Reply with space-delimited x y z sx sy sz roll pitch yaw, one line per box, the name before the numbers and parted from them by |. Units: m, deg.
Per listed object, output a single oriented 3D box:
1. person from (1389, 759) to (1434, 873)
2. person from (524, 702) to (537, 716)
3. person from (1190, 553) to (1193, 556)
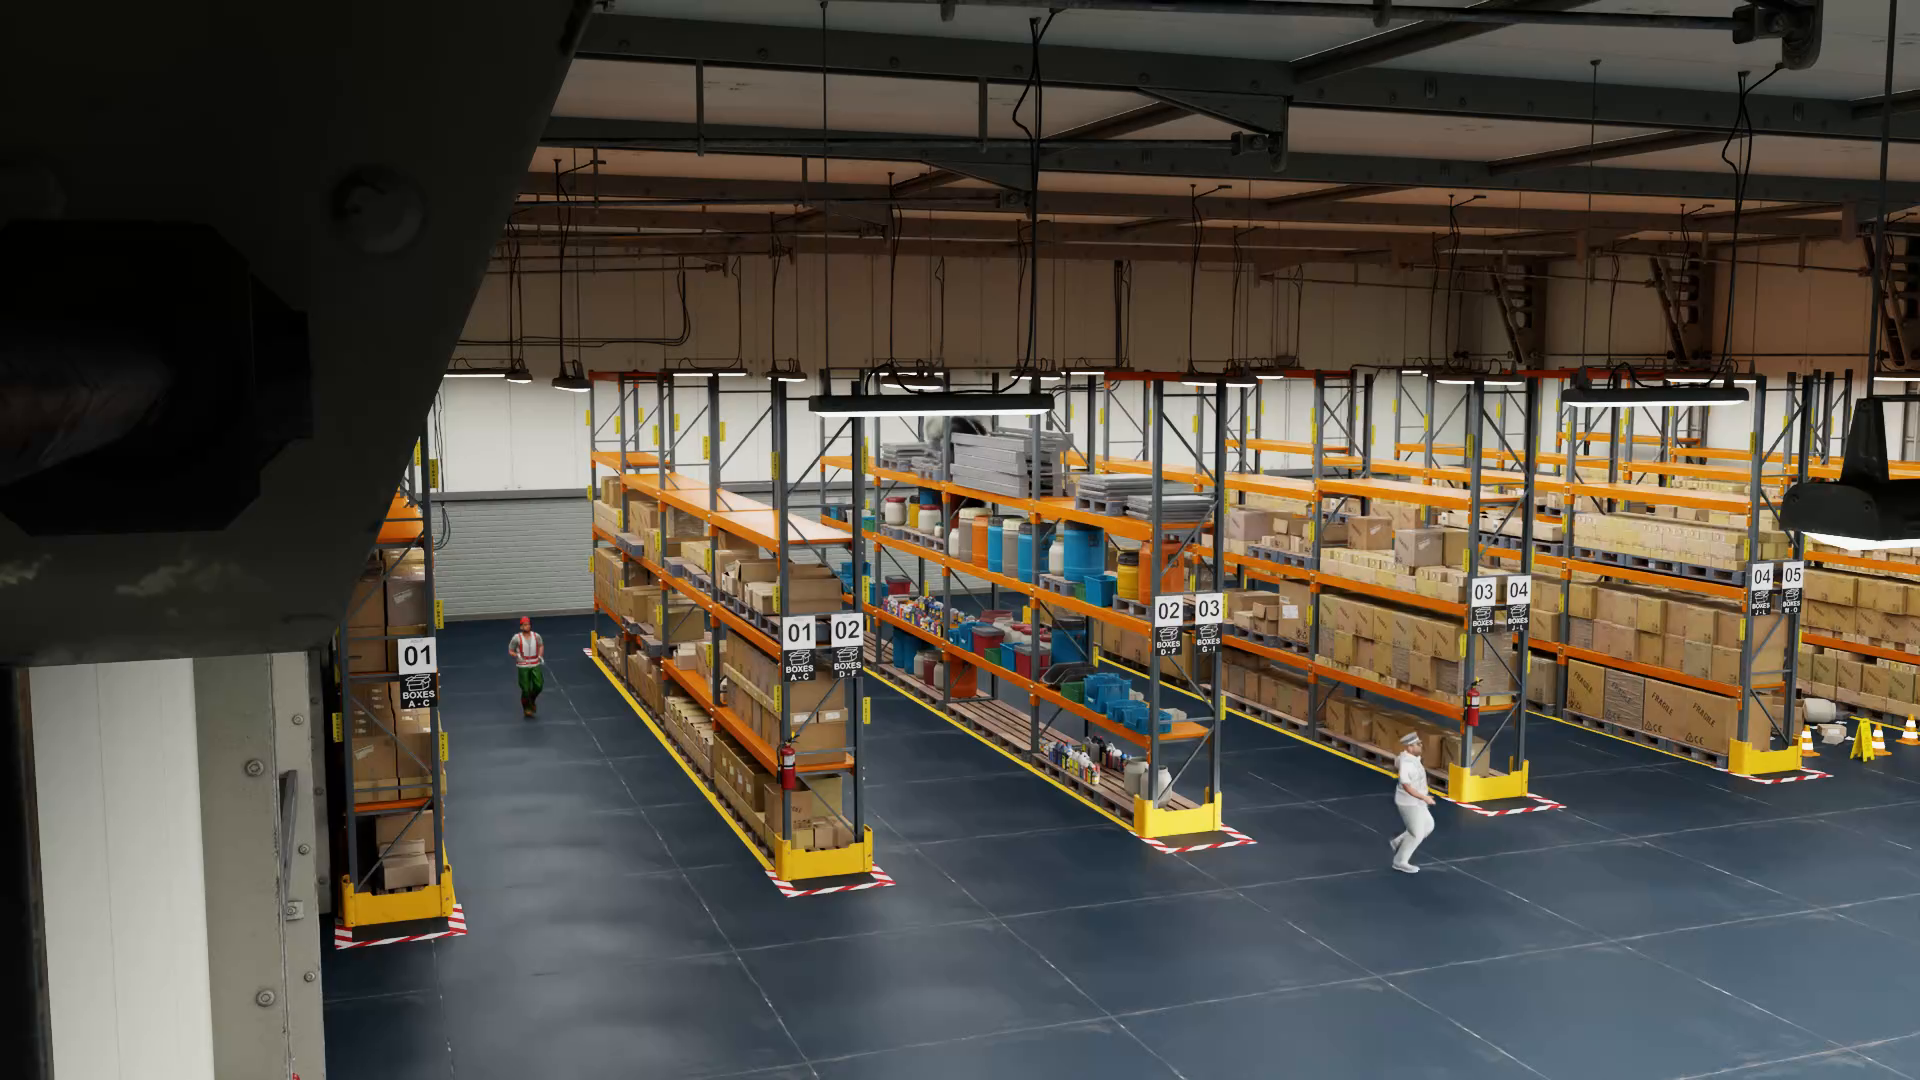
person | 5.559 3.375 20.431 0.530 1.388 0.443 2 7 14
person | -7.548 2.892 29.226 0.236 0.353 0.337 -4 7 -30
person | 5.372 1.121 38.683 0.707 1.770 0.969 0 6 -4
